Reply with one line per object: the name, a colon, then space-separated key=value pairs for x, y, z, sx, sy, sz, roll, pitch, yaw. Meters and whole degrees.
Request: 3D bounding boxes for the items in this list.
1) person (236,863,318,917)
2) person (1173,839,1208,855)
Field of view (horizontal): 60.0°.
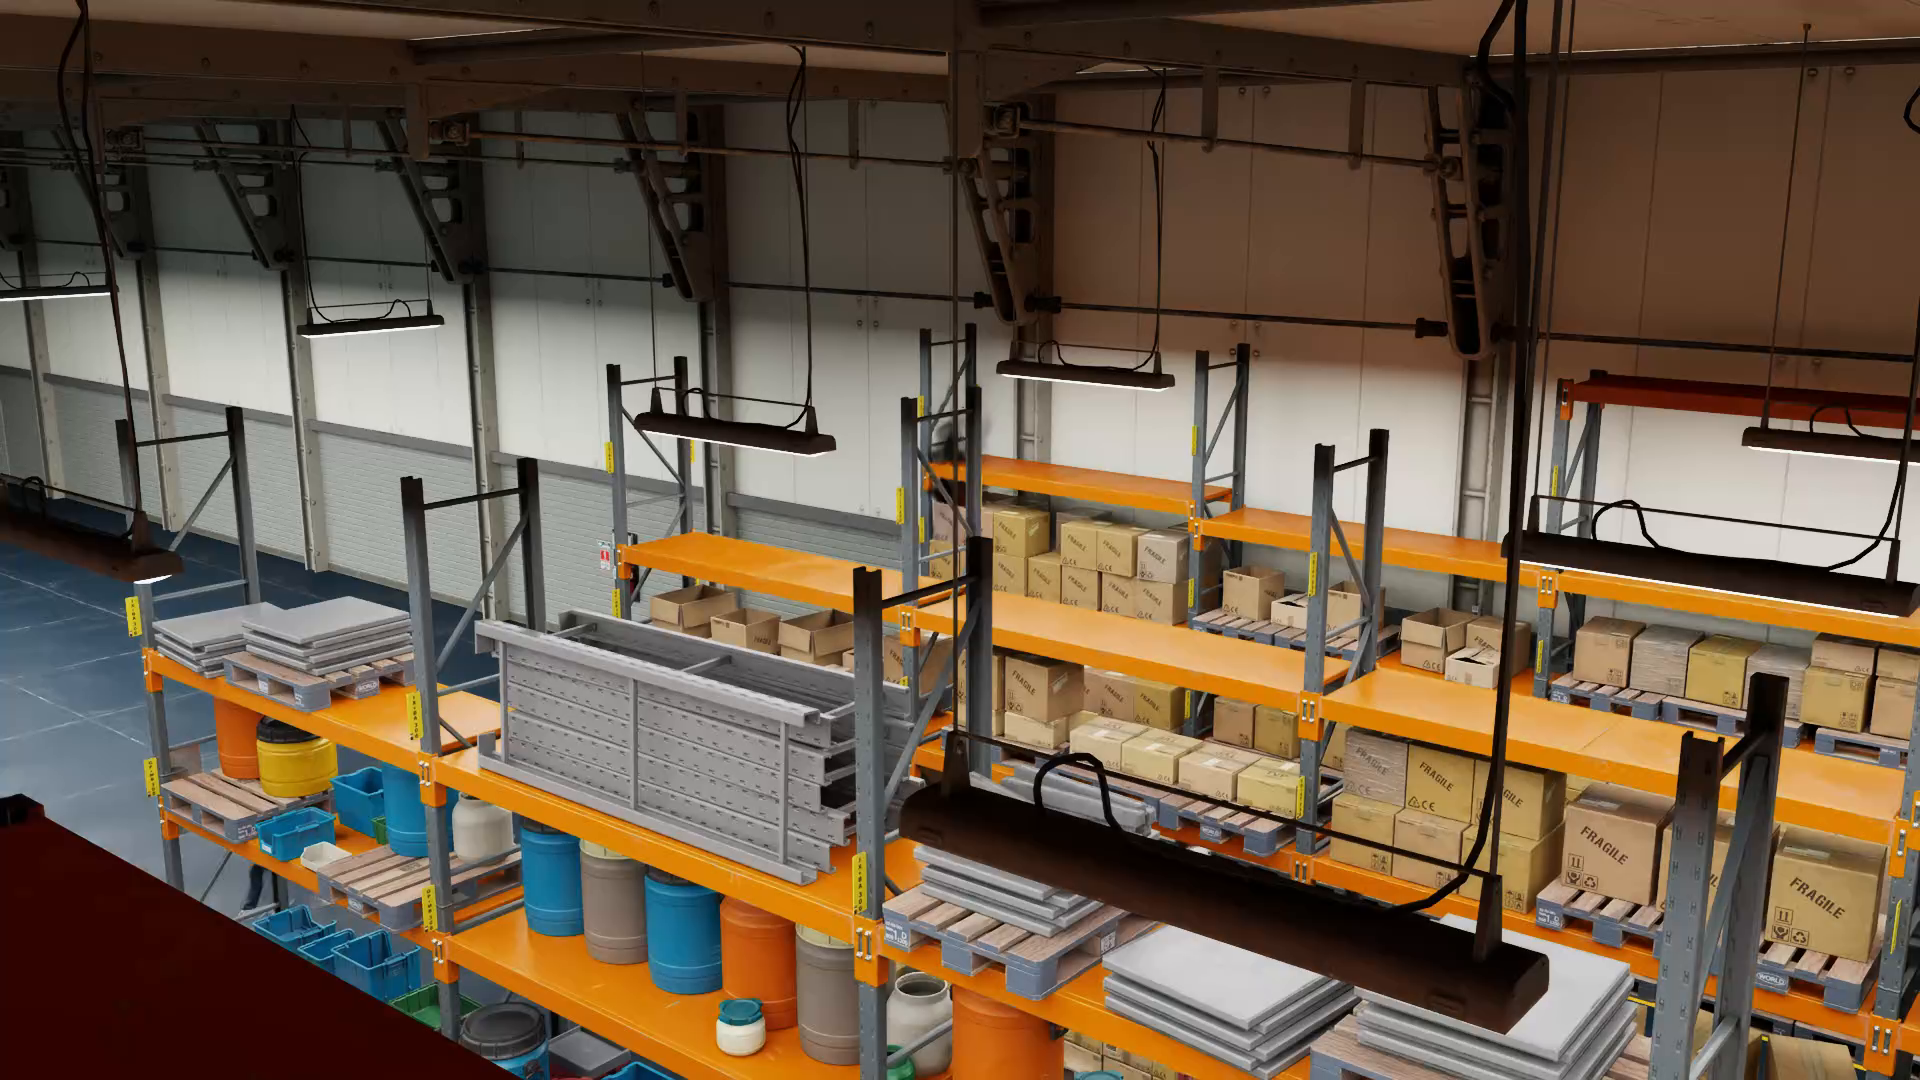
person: x=-7.384 y=3.328 z=17.974 sx=1.033 sy=1.593 sz=0.507 roll=-6 pitch=14 yaw=-27
person: x=2.255 y=3.581 z=16.512 sx=0.589 sy=1.721 sz=0.702 roll=6 pitch=14 yaw=25
